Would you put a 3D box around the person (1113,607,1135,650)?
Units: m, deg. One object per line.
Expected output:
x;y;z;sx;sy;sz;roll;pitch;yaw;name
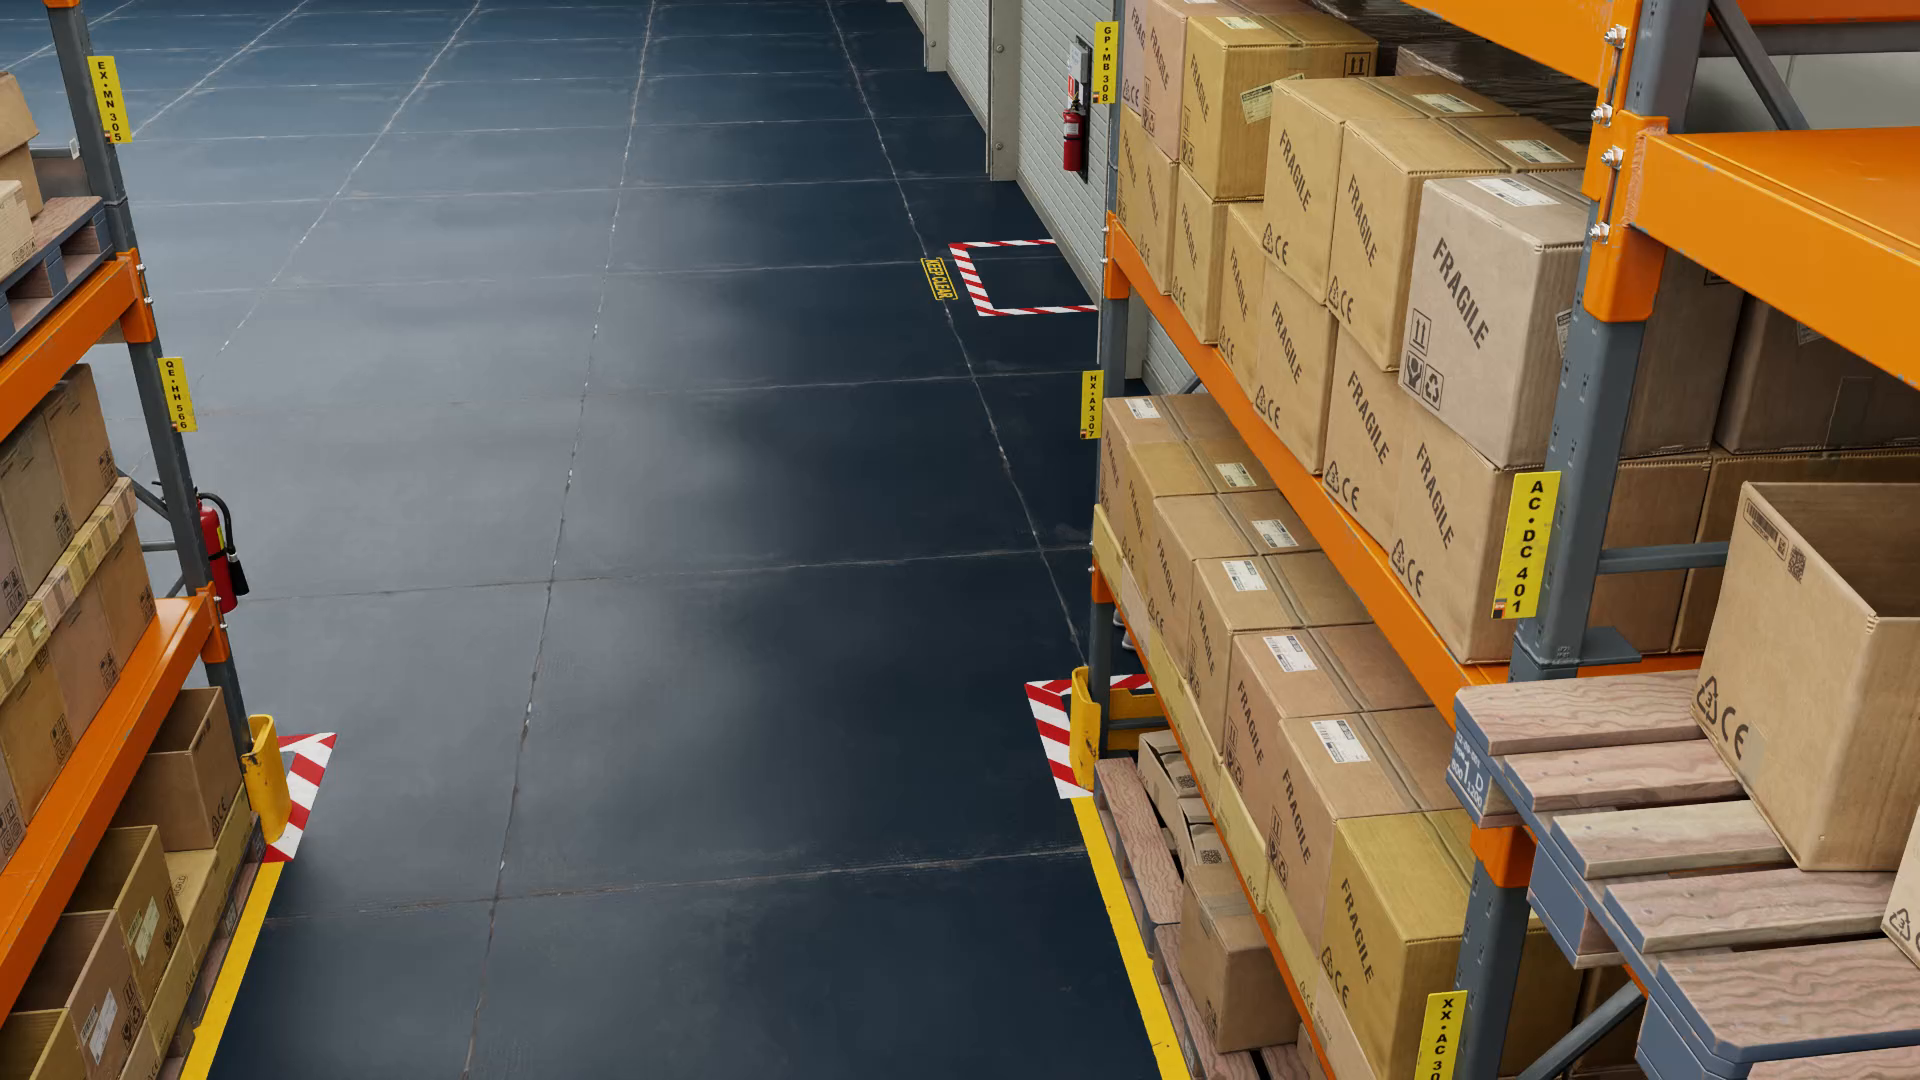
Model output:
1.193;0.097;9.283;0.904;0.975;0.537;-4;27;-9;person
